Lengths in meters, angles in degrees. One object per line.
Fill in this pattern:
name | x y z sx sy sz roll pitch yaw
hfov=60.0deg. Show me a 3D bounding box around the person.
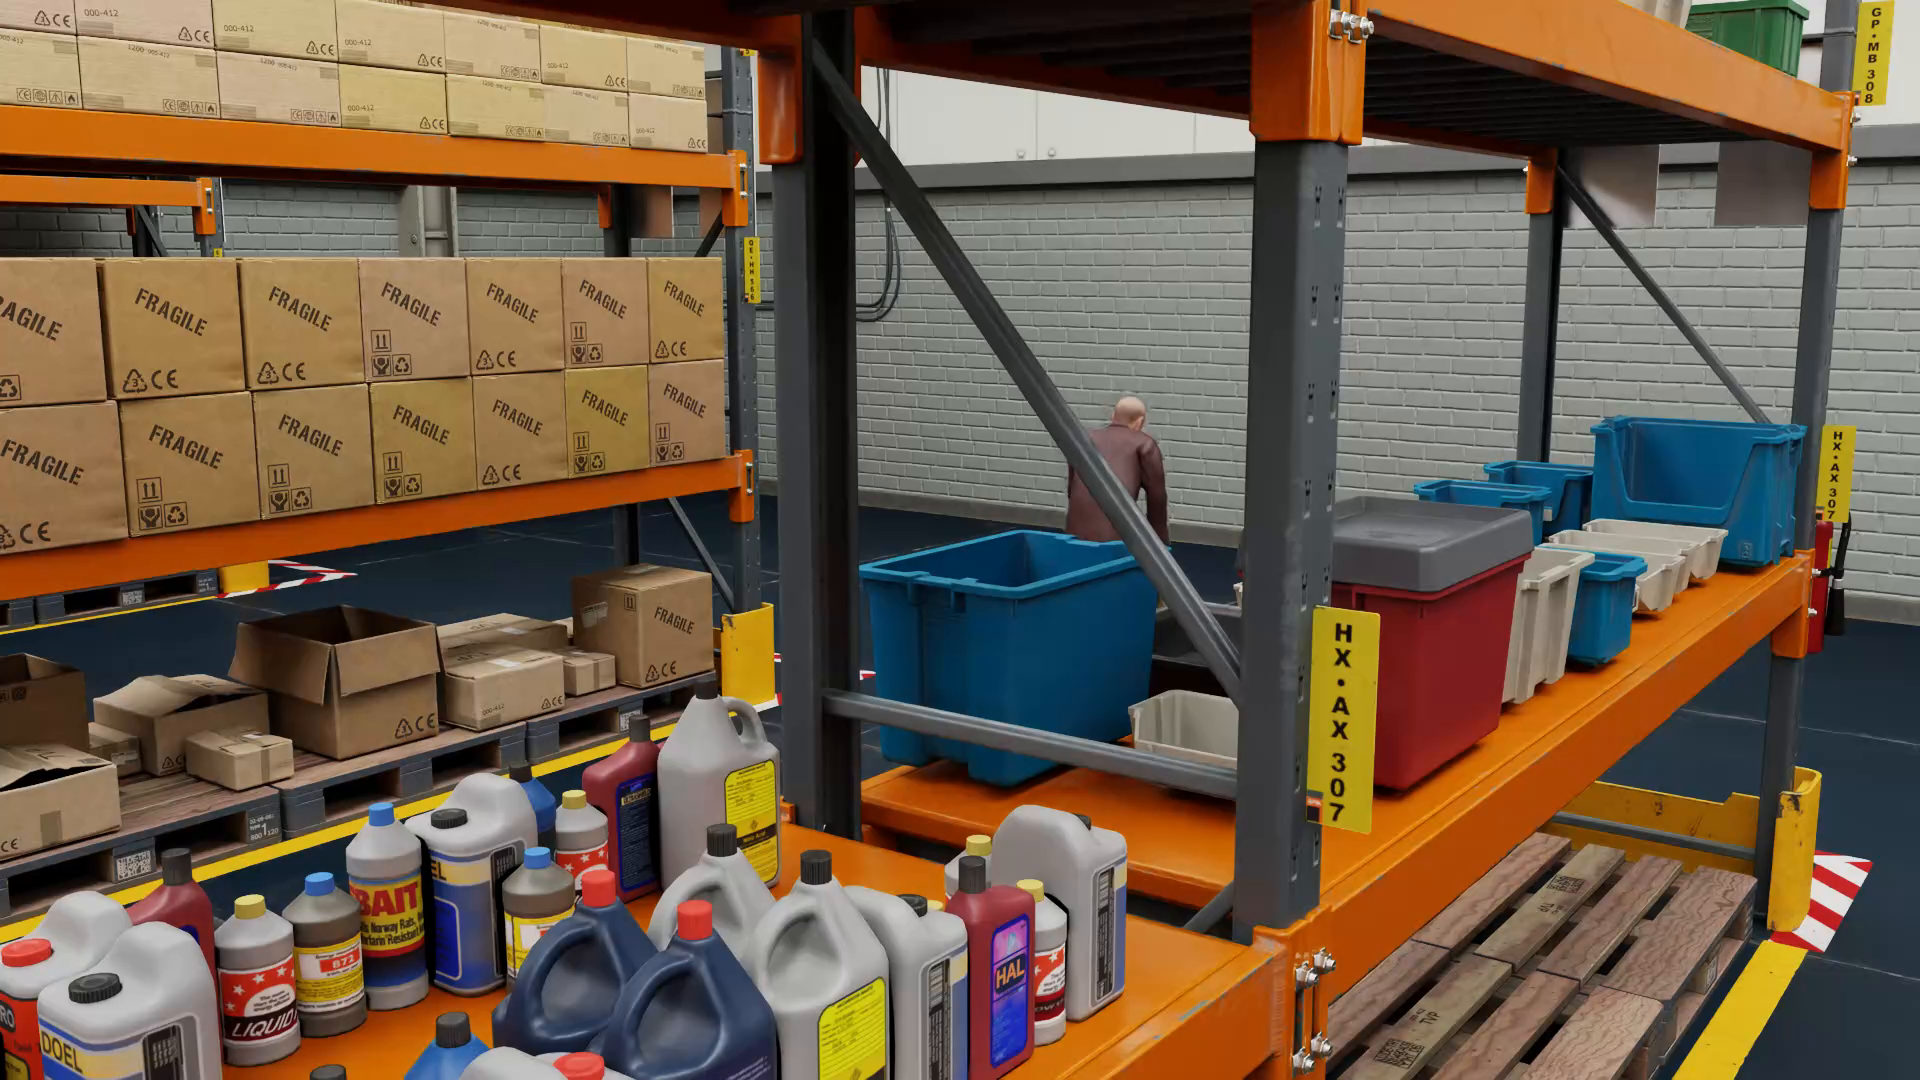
person | 0.835 0.055 9.271 0.628 1.397 0.635 7 12 36
